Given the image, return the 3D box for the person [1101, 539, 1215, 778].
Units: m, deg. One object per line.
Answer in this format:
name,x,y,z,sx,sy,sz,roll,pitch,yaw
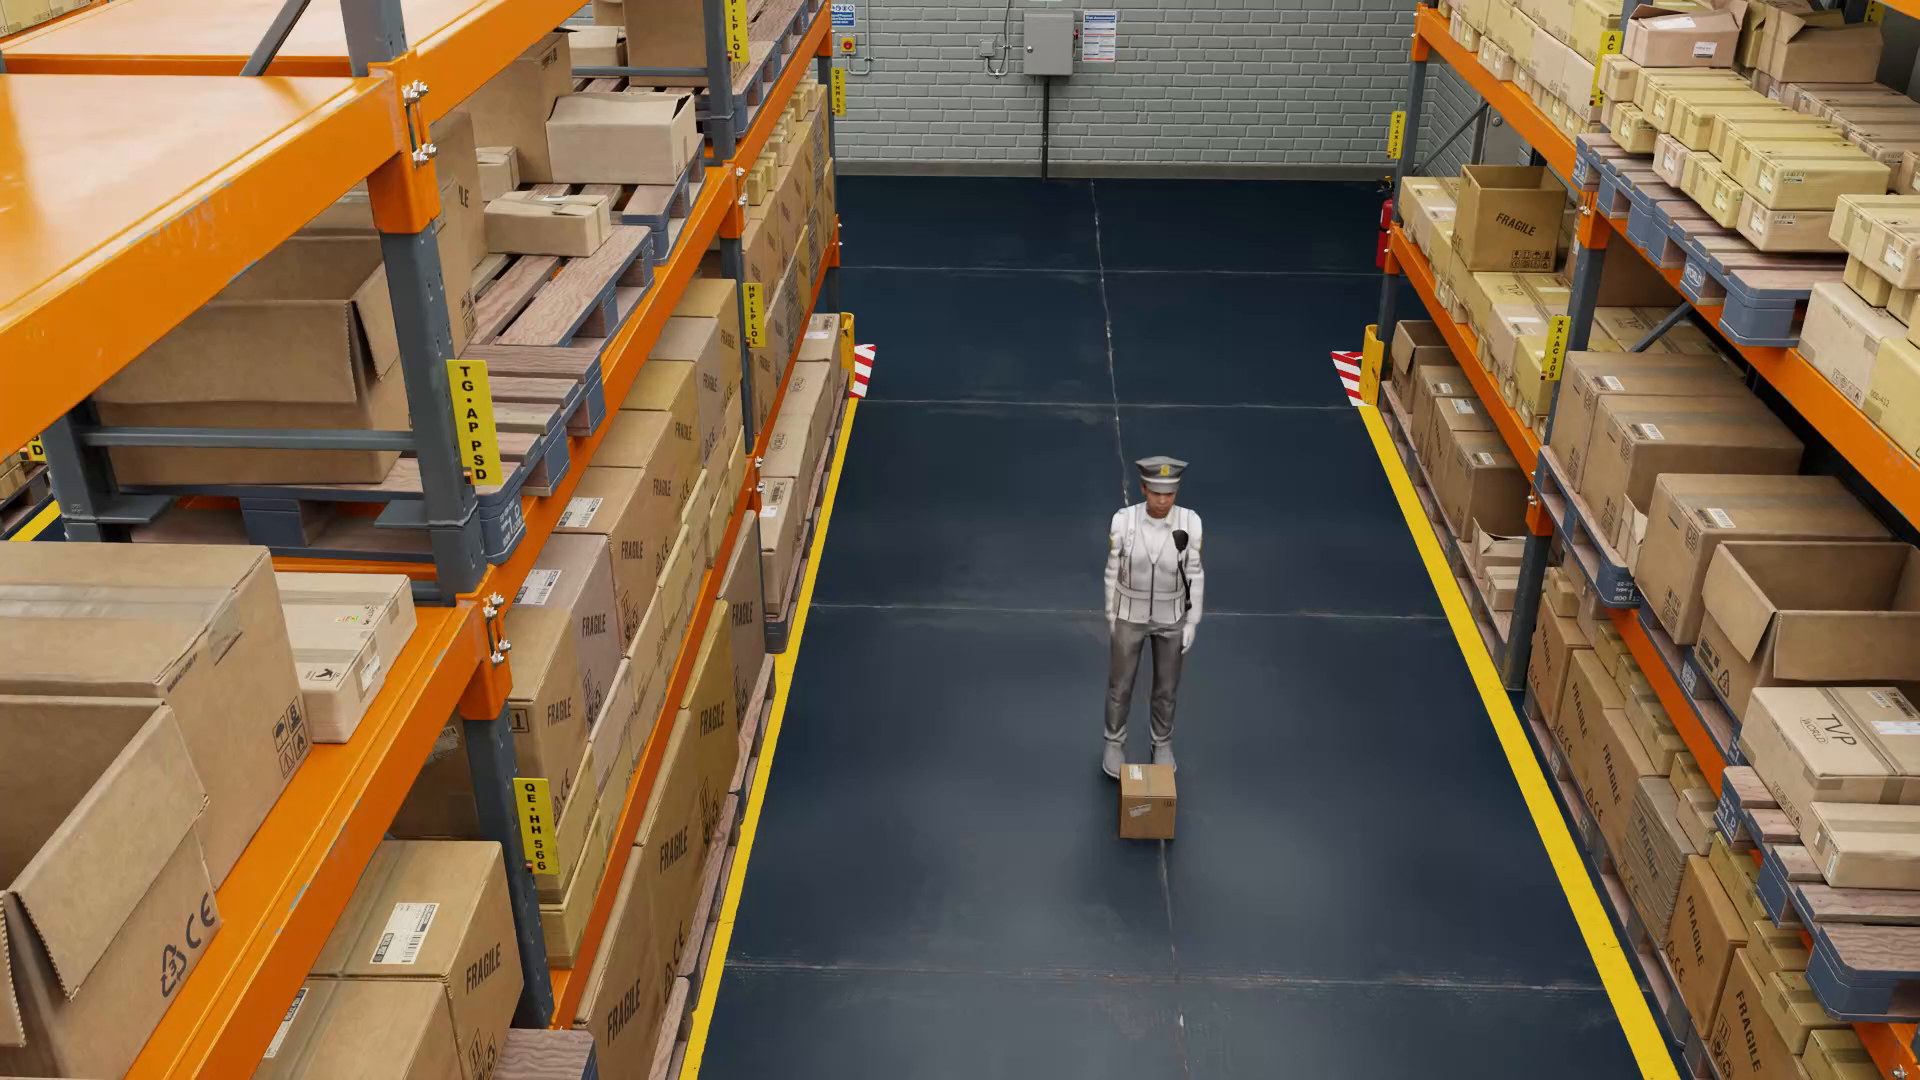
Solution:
person,0.931,0.542,7.924,0.535,1.375,0.709,1,28,2
